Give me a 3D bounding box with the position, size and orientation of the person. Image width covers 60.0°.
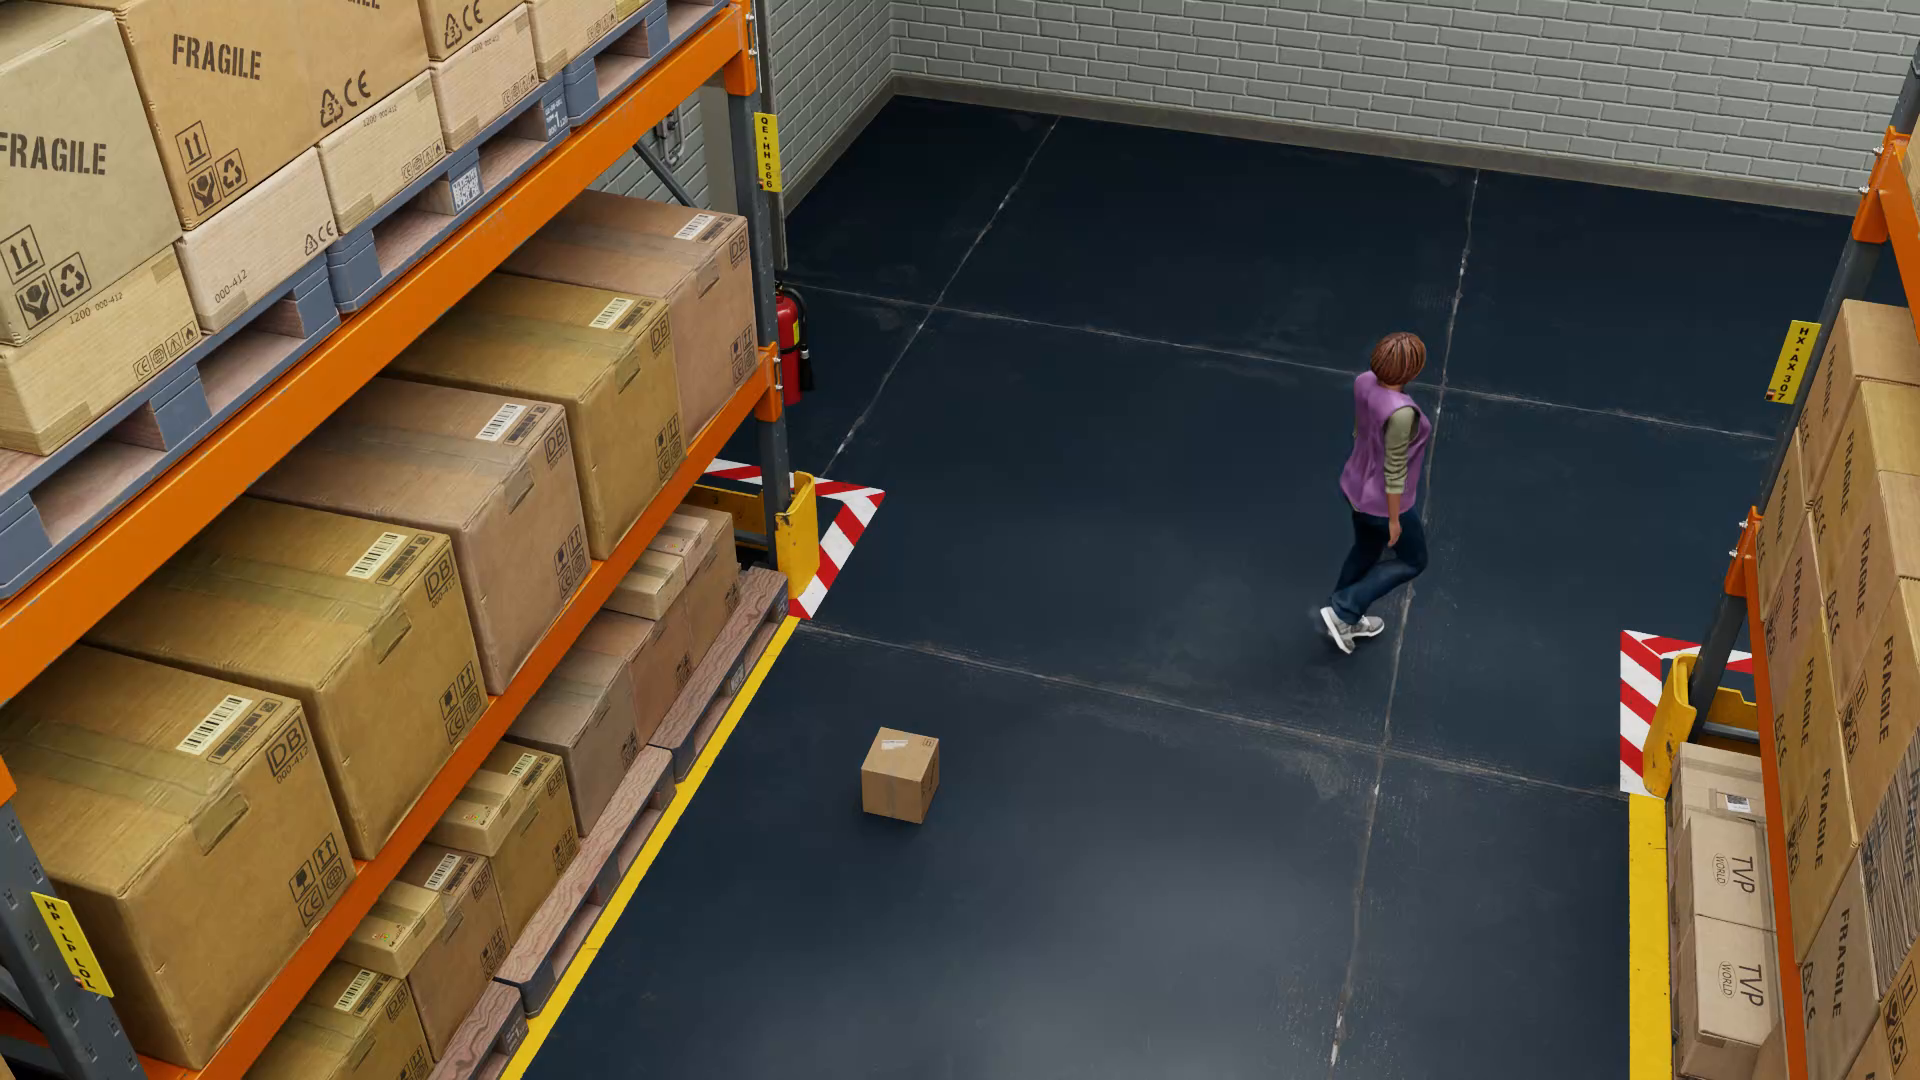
[{"bbox_3d":[1.762,-0.185,7.090,0.382,1.595,0.439,-9,38,-12],"label":"person"}]
